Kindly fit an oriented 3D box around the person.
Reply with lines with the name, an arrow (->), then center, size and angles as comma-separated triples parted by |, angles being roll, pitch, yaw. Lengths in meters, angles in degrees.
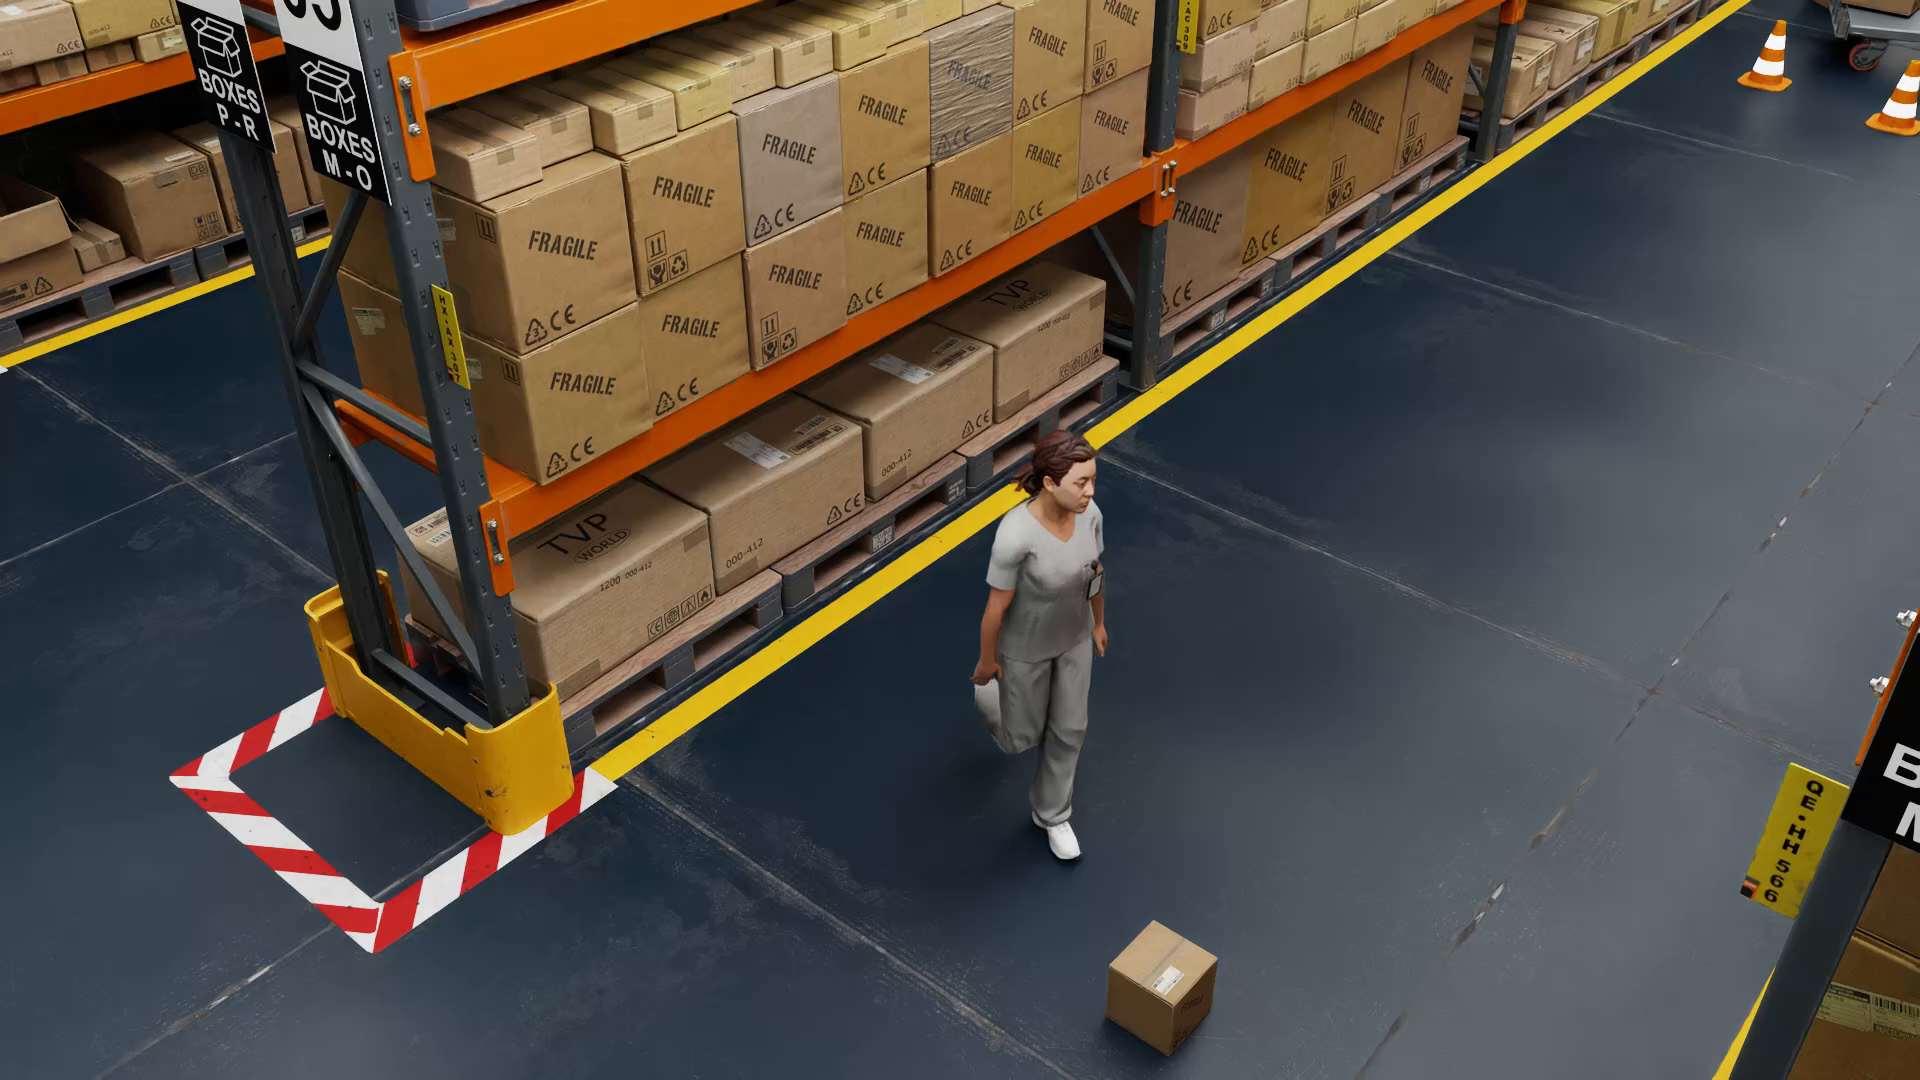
person -> 0.243, 0.303, 5.710 | 0.527, 1.652, 0.715 | -16, 38, -21
